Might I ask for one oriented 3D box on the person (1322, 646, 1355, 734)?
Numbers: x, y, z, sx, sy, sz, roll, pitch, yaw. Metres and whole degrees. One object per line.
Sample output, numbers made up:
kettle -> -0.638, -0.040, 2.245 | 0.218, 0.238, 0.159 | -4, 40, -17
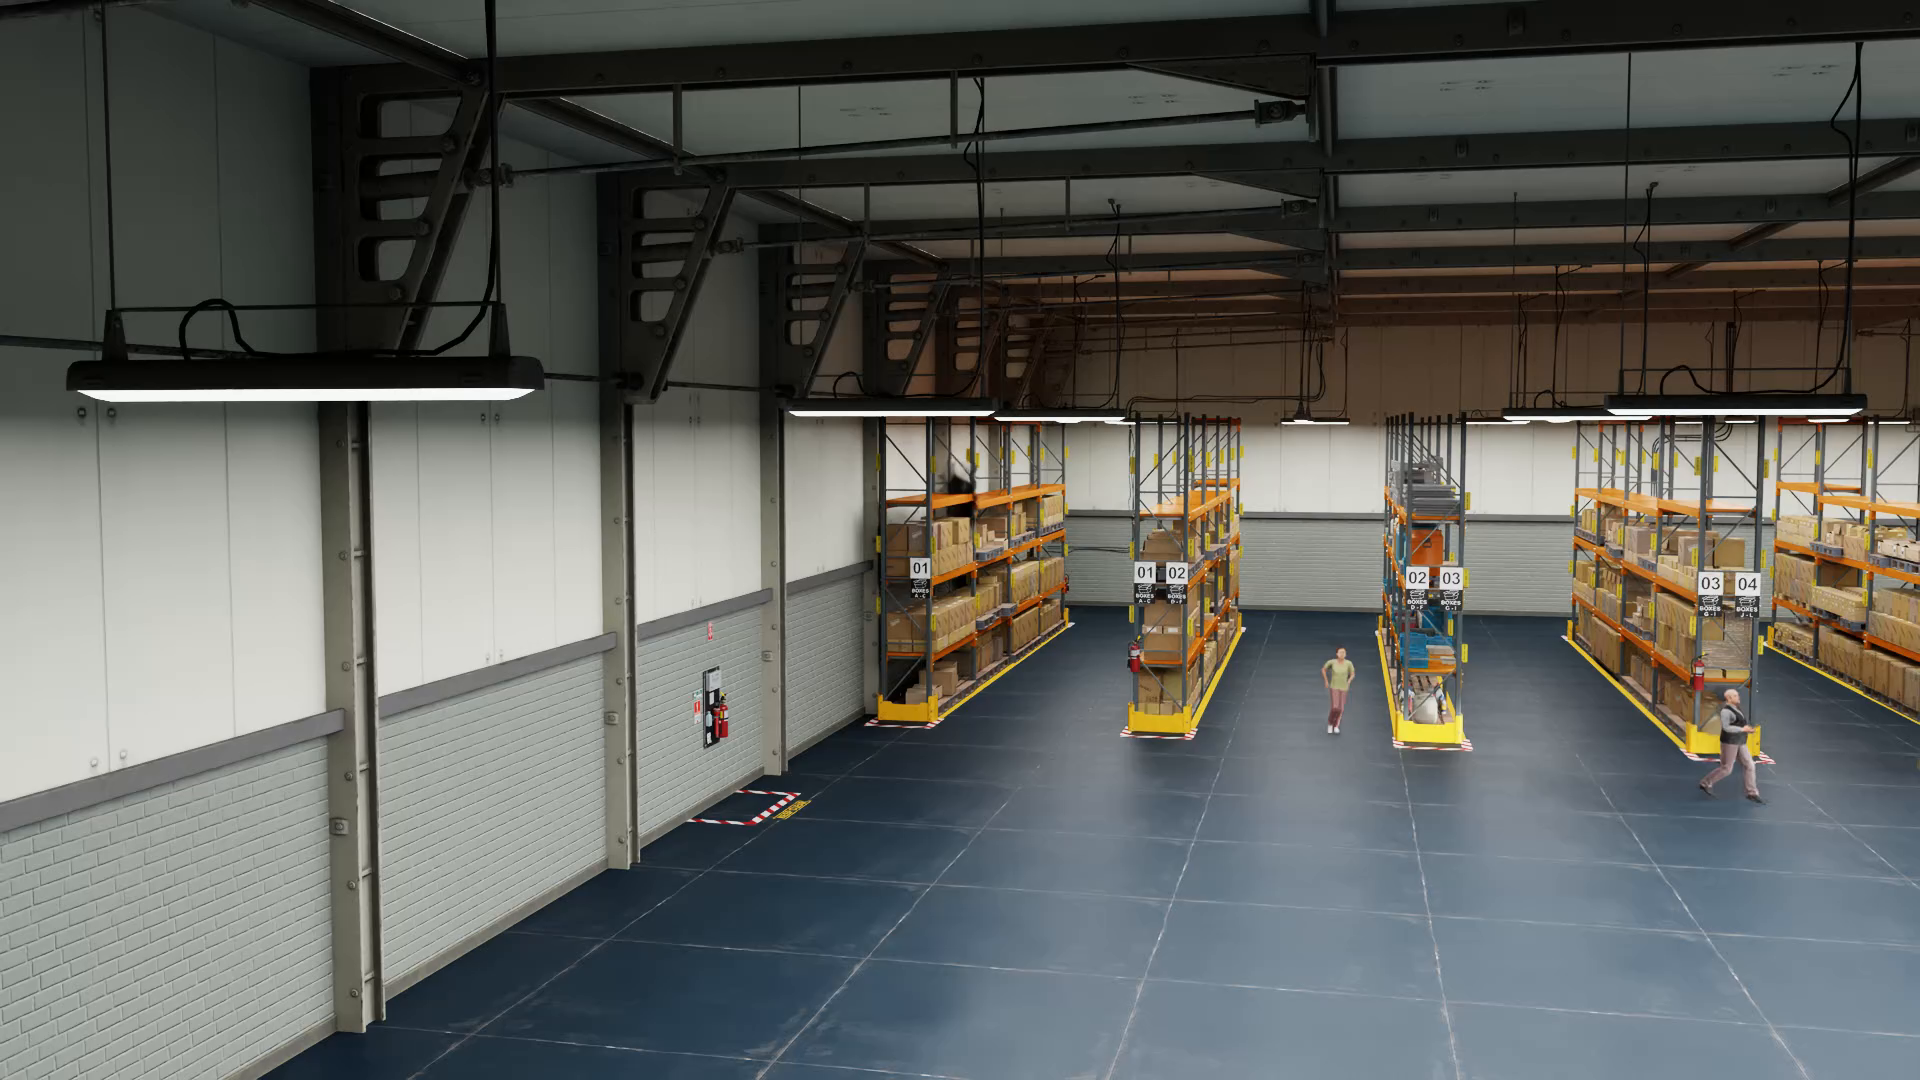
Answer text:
person -> 7.081, 2.800, 31.026 | 0.581, 1.649, 0.618 | 0, 4, -1

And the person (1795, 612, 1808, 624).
person -> 22.540, 1.831, 44.543 | 0.691, 1.747, 0.937 | -3, 5, -37

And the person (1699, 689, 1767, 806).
person -> 11.824, 3.241, 25.403 | 0.661, 1.531, 0.953 | -4, 5, -43
